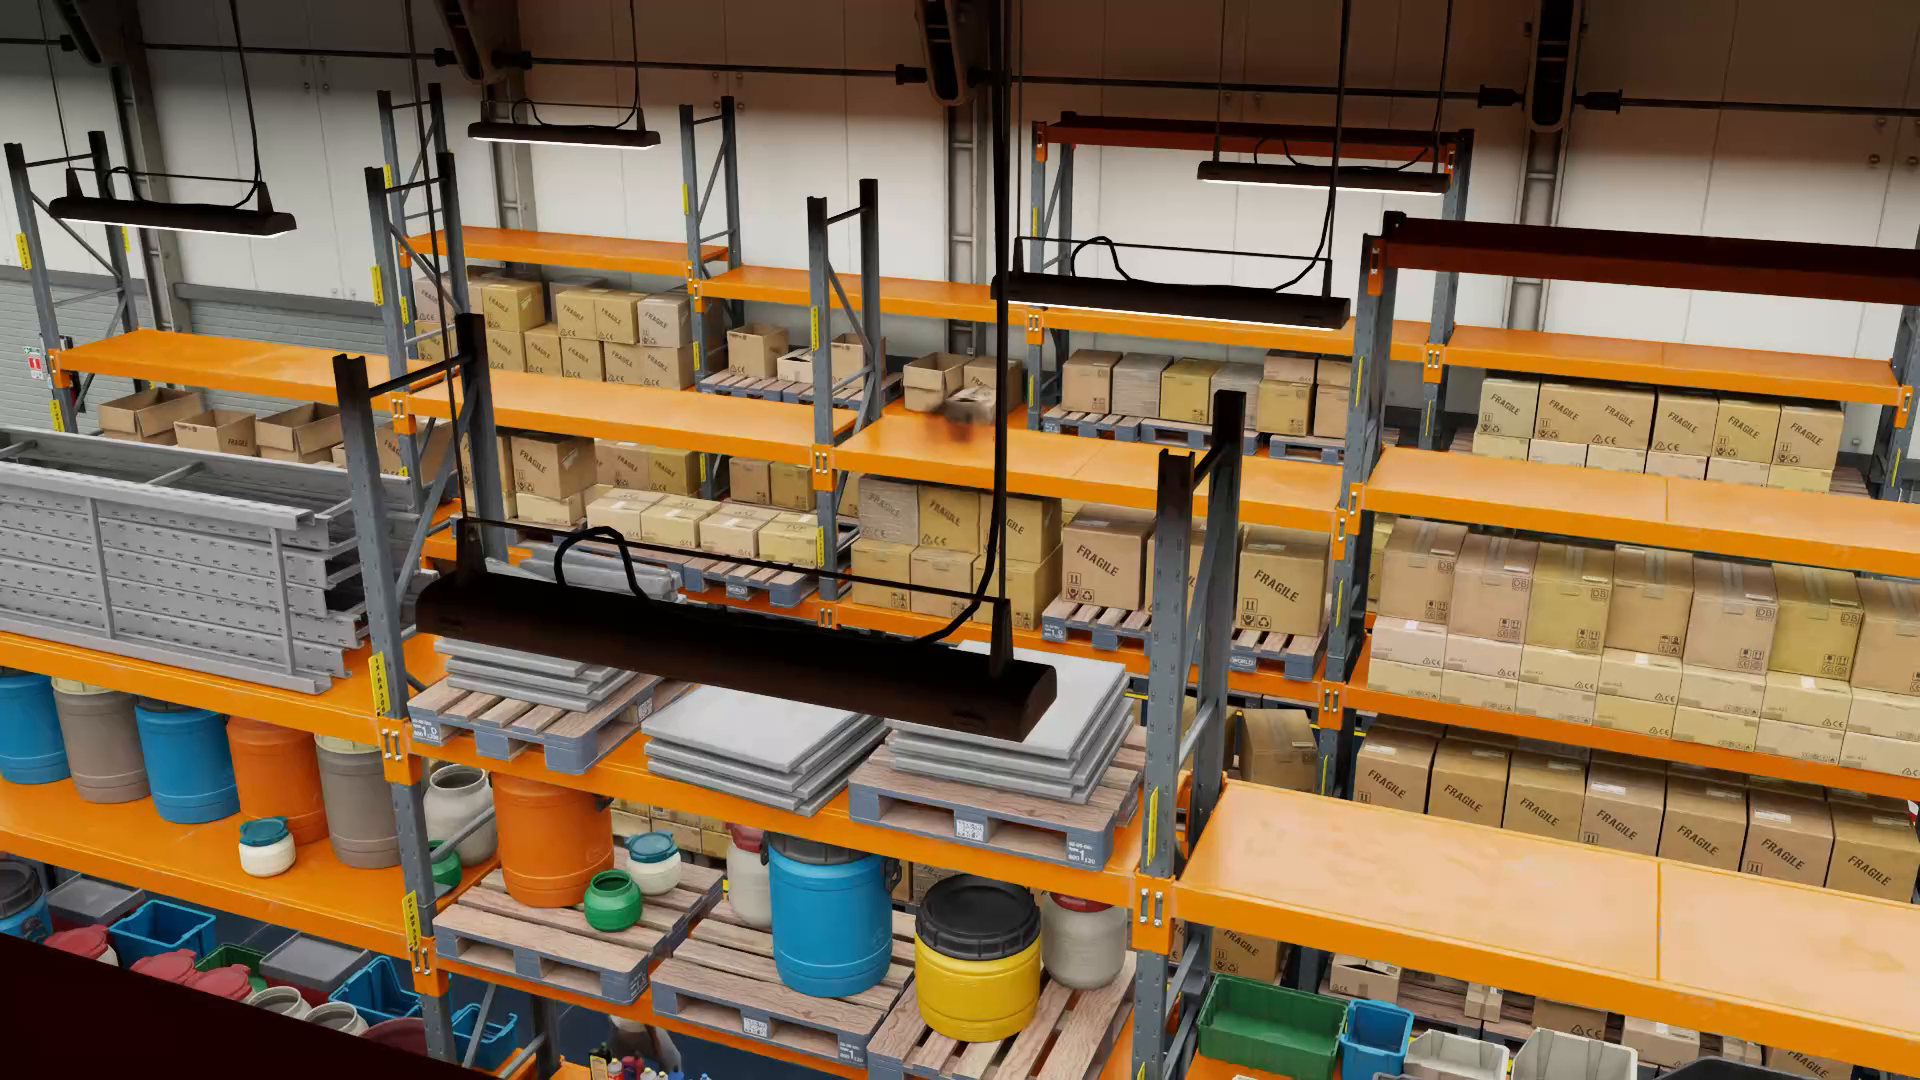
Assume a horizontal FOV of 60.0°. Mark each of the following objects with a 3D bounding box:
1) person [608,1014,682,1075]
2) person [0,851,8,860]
[{"bbox_3d":[-2.189,3.290,11.427,0.744,1.715,0.531,-11,24,-27],"label":"person"},{"bbox_3d":[-8.332,2.243,14.175,0.566,1.700,0.443,2,21,6],"label":"person"}]
